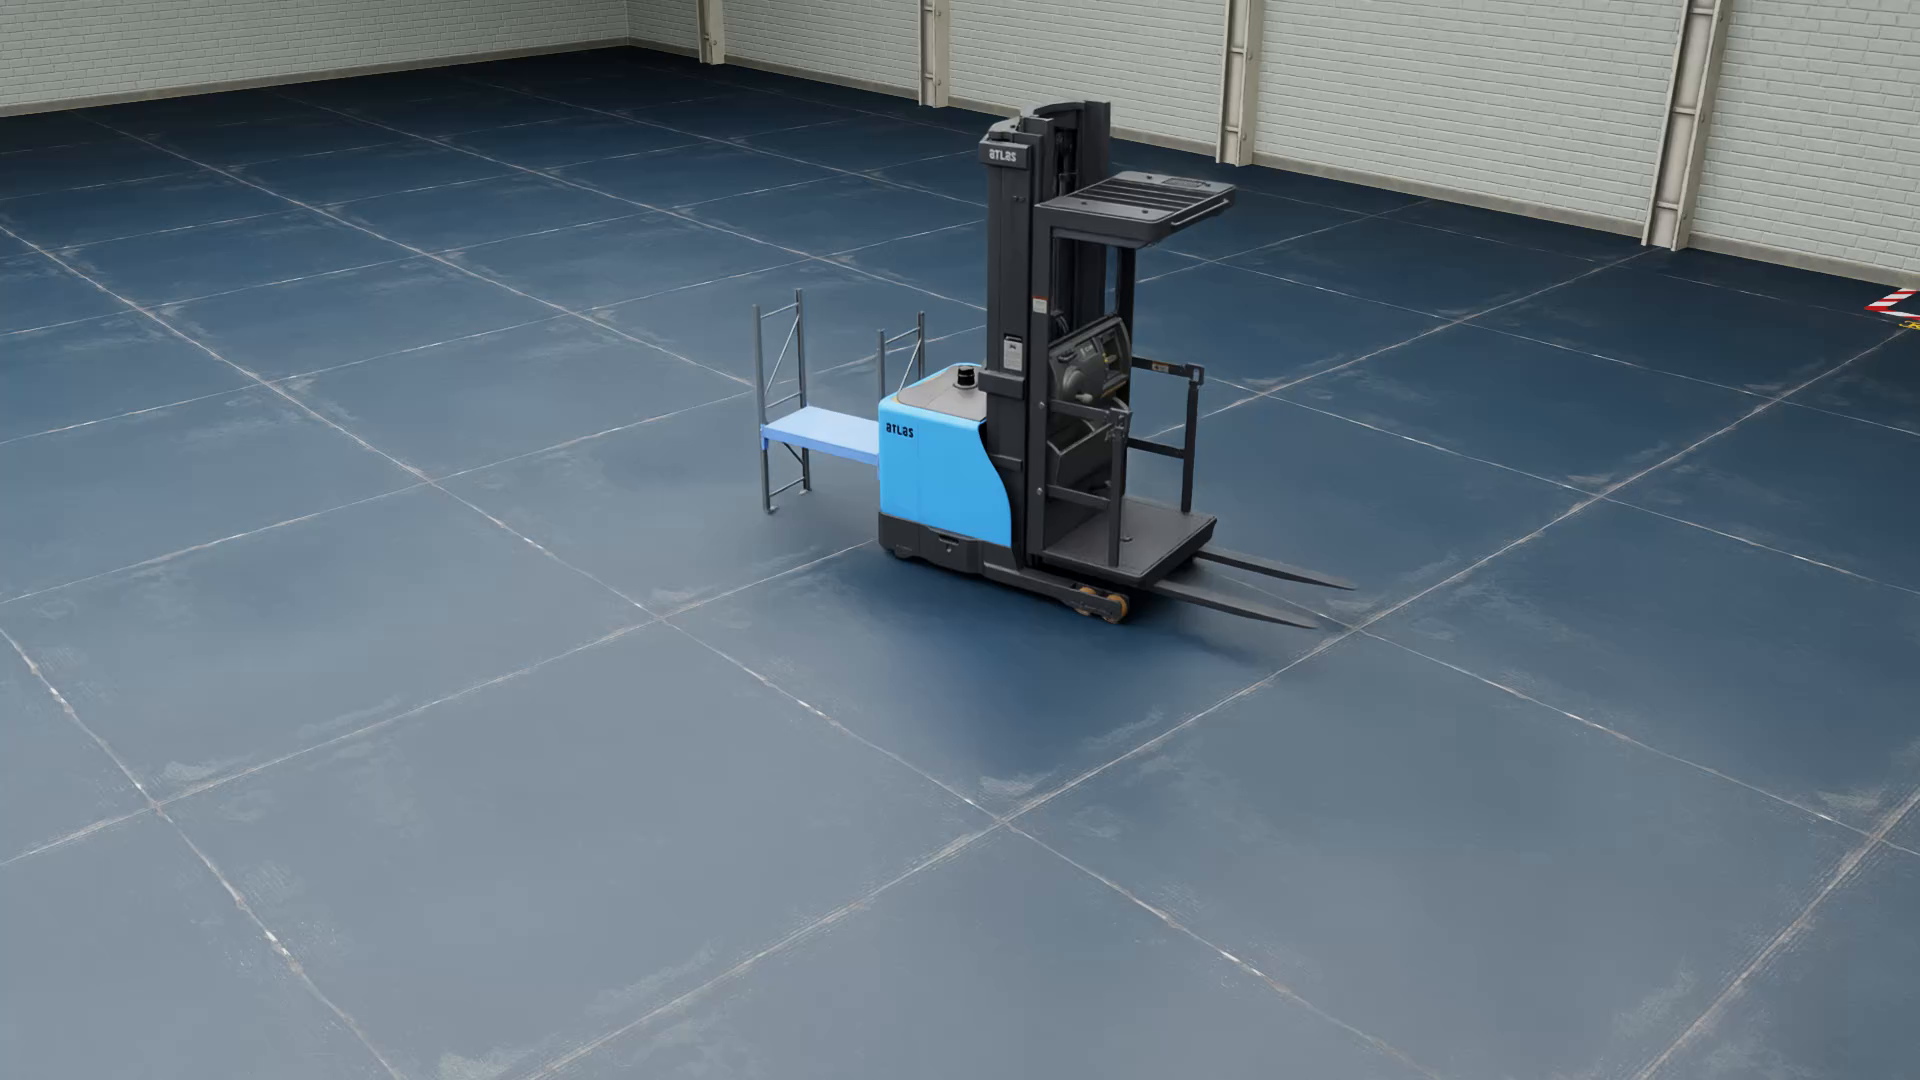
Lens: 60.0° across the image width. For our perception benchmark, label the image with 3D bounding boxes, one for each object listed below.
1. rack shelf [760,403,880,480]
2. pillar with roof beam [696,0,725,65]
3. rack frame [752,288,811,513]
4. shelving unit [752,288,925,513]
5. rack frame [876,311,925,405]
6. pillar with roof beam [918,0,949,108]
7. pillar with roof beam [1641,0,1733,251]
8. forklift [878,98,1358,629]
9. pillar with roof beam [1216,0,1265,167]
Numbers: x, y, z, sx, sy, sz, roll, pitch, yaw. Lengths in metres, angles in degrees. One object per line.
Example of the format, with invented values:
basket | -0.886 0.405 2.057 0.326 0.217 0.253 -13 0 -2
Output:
rack shelf | -0.807 -0.683 11.374 1.000 0.185 0.538 15 29 30
pillar with roof beam | -7.654 -11.584 25.800 9.100 9.000 0.400 -21 32 -38
rack frame | -1.233 -0.962 11.553 0.032 1.500 0.500 15 29 30
shelving unit | -0.807 -0.847 11.300 1.048 1.500 0.538 15 29 30
rack frame | -0.382 -0.732 11.047 0.032 1.500 0.500 15 29 30
pillar with roof beam | -3.553 -9.766 21.816 9.100 9.000 0.400 -21 32 -38
pillar with roof beam | 4.649 -6.131 13.846 9.100 9.000 0.400 -21 32 -38
forklift | 0.973 -1.081 10.088 3.031 2.935 1.130 15 29 30
pillar with roof beam | 0.548 -7.948 17.831 9.100 9.000 0.400 -21 32 -38
